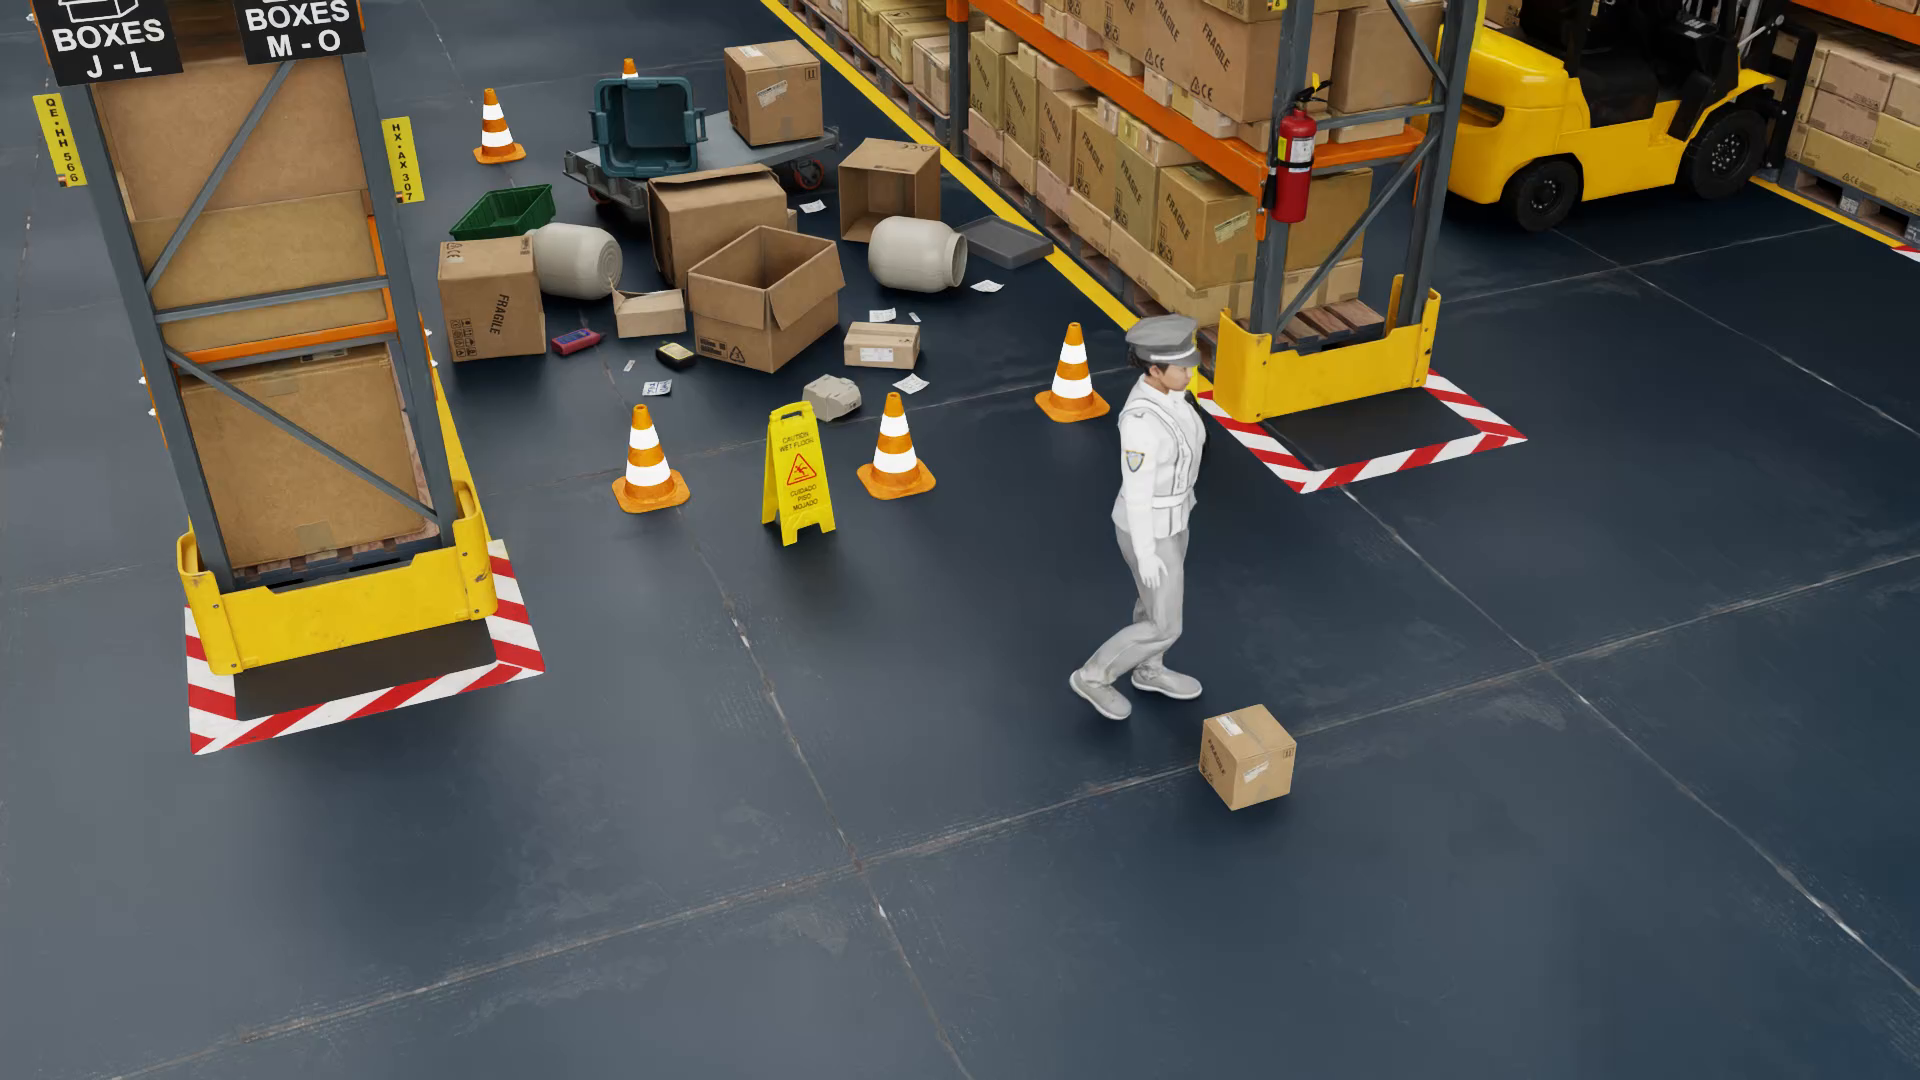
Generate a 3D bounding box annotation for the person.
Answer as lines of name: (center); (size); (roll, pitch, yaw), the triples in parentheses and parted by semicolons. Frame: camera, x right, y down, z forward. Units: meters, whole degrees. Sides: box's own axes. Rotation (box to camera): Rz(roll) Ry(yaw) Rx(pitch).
person: (0.712, -0.065, 6.213); (0.485, 1.672, 0.516); (10, 35, 15)
